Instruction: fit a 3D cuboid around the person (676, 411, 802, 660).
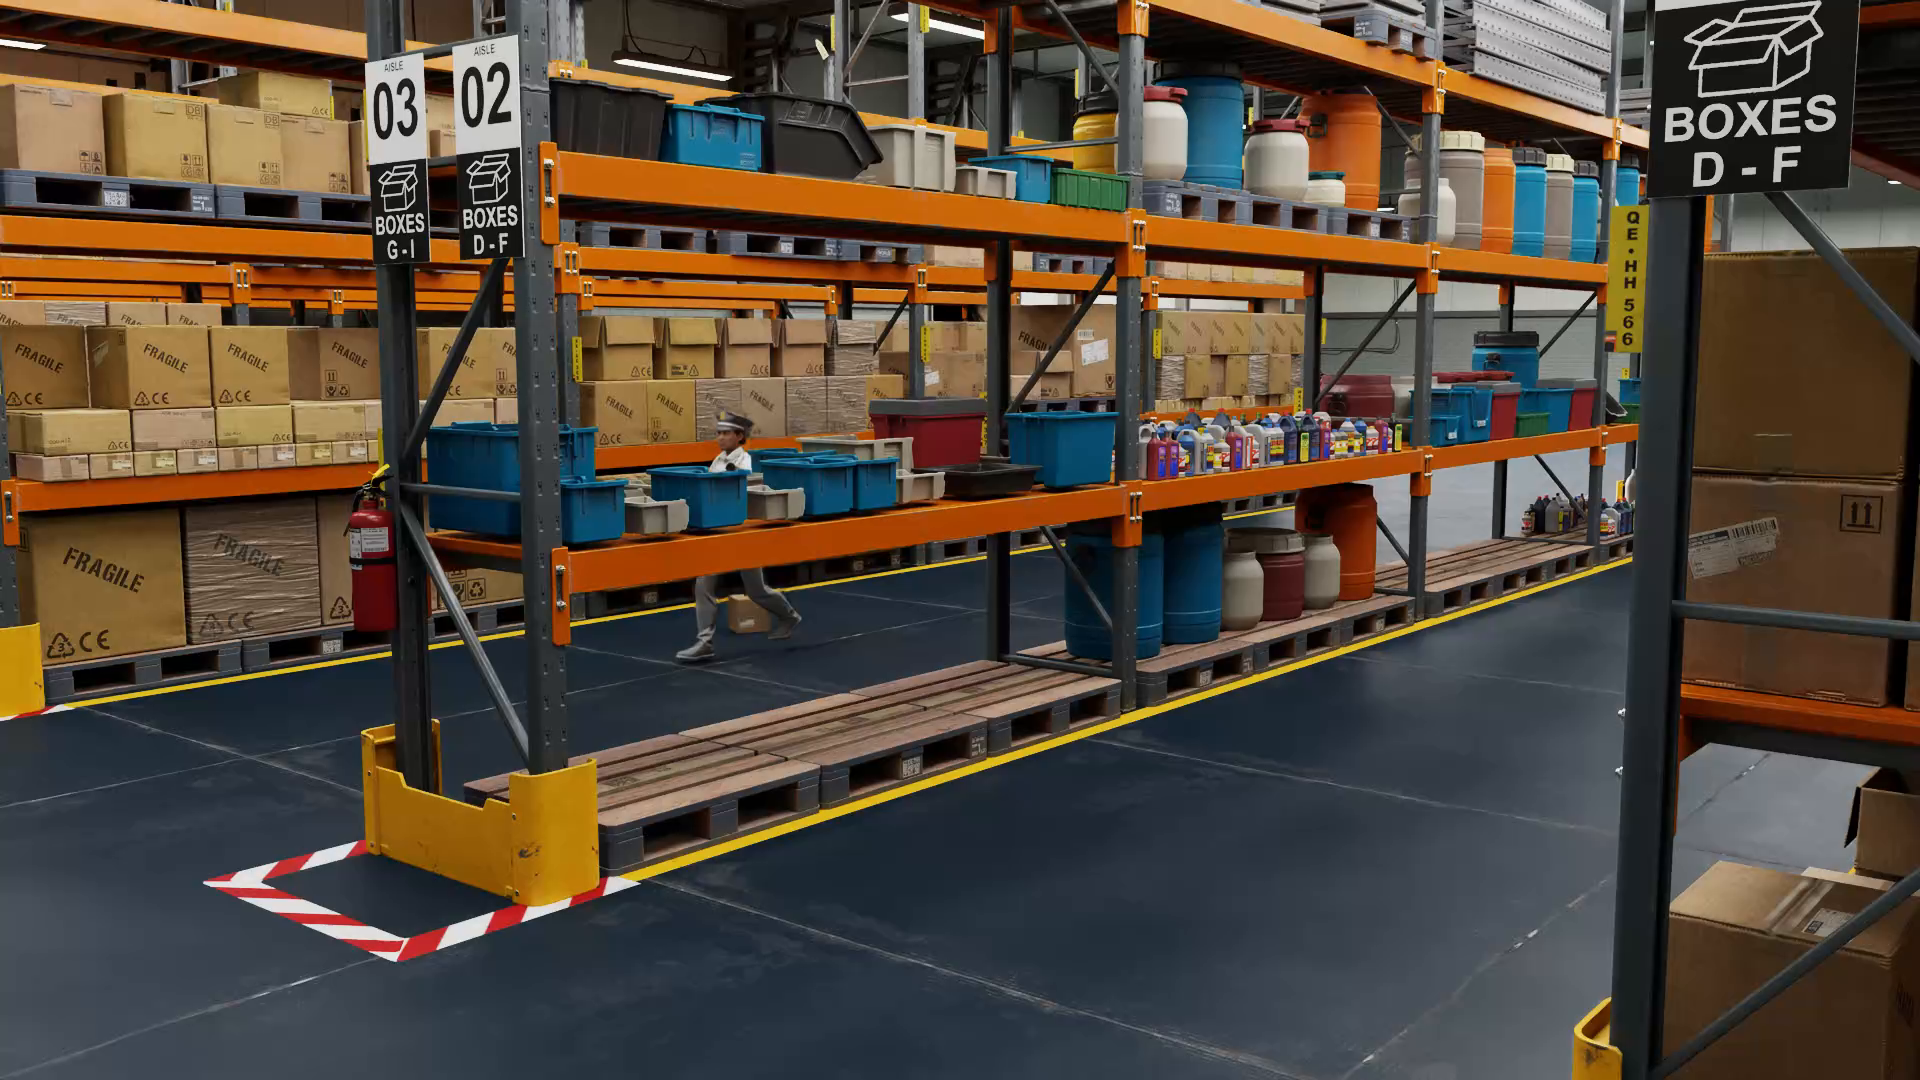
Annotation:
[{"bbox_3d":[-1.446,-0.049,11.067,0.488,1.631,0.969,6,9,39],"label":"person"}]
